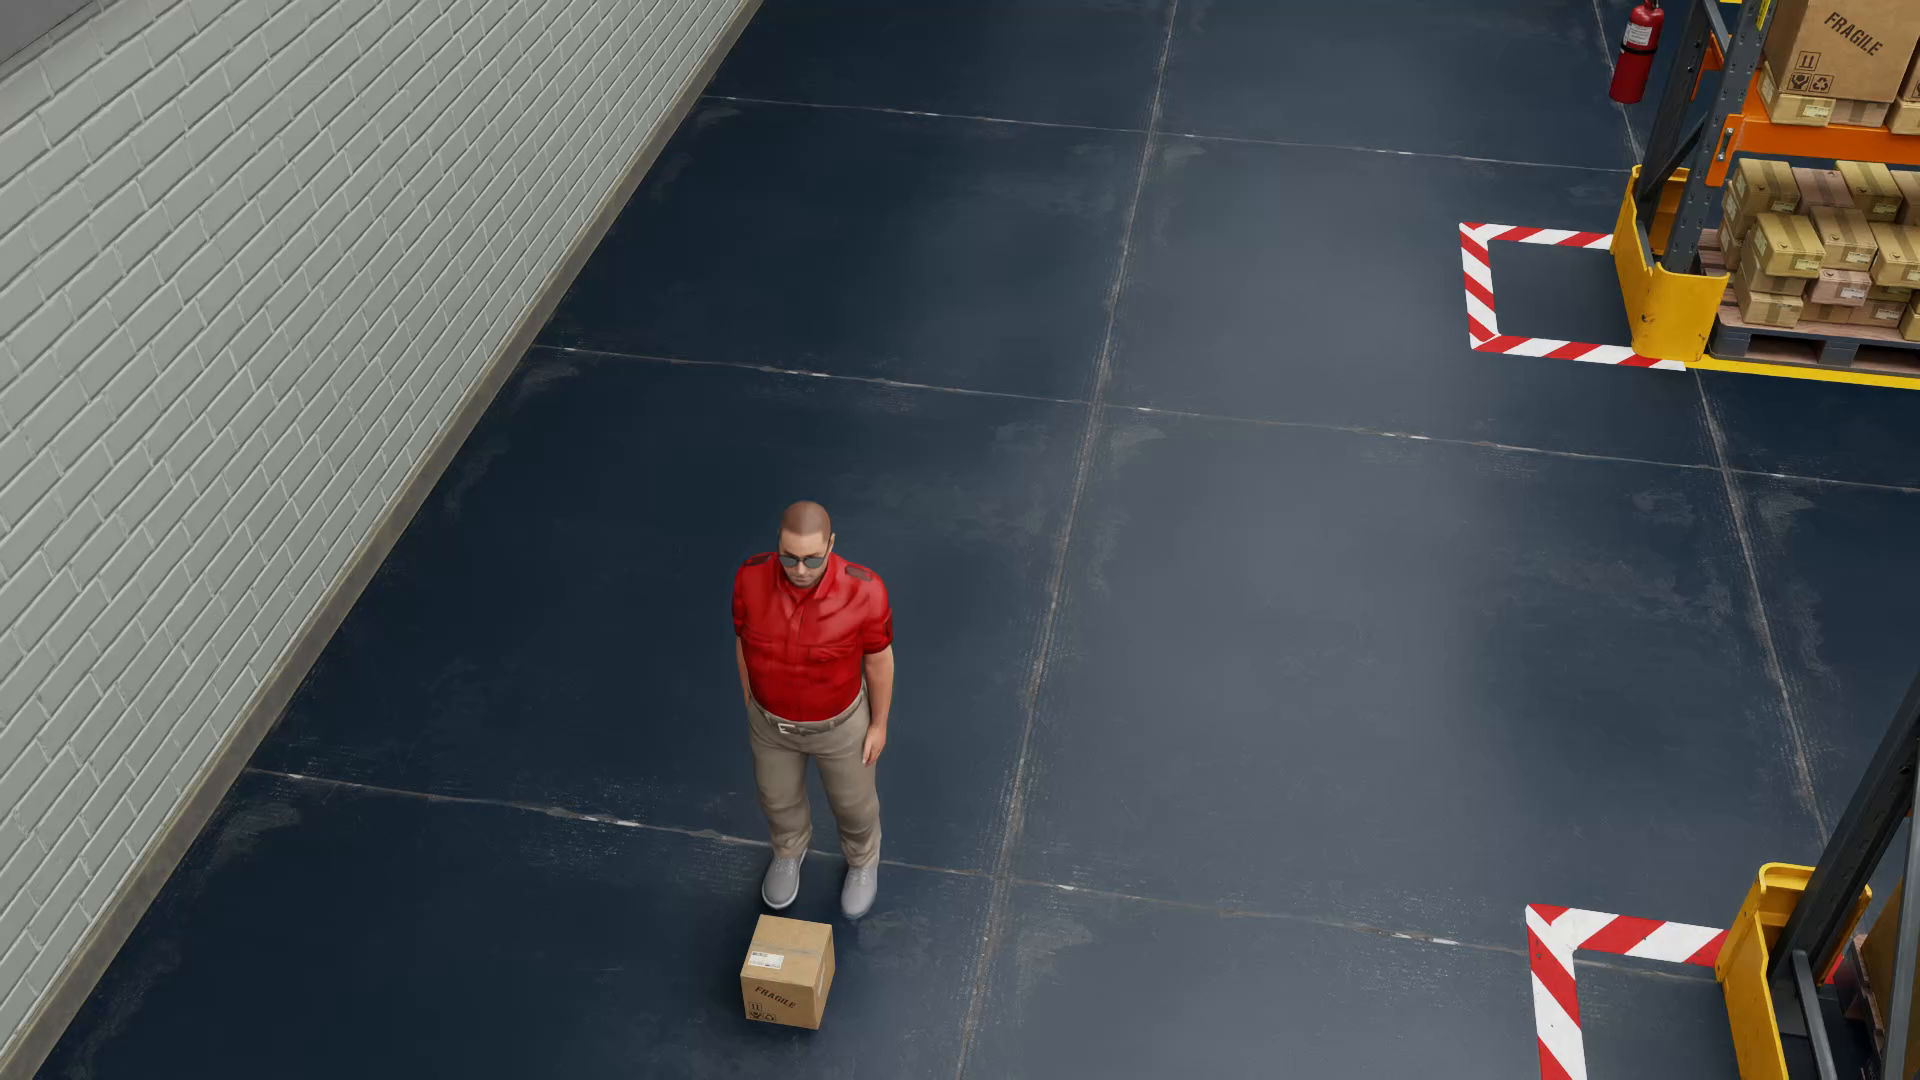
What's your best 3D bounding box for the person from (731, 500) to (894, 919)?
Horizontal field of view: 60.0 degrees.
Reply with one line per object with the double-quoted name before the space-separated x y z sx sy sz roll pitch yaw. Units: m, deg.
"person" -0.480 0.593 5.489 0.527 1.739 0.363 7 41 9
